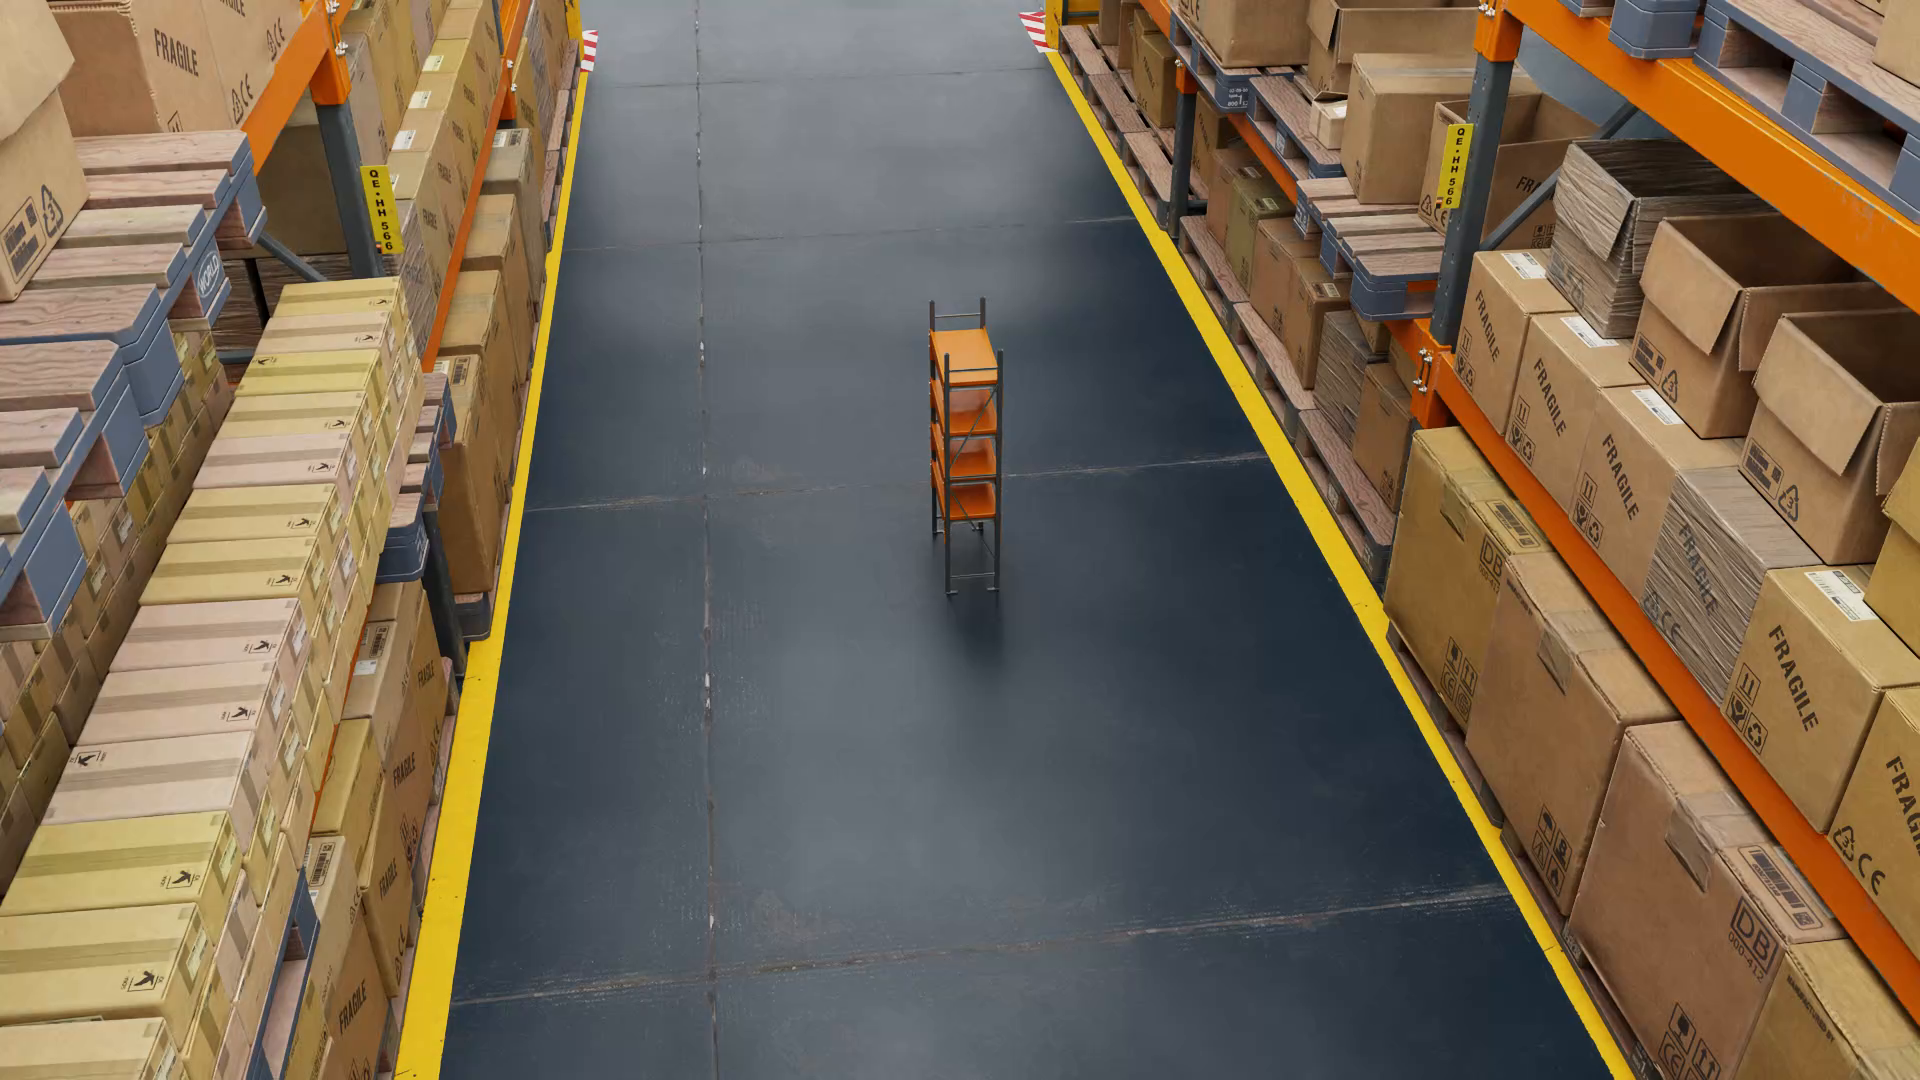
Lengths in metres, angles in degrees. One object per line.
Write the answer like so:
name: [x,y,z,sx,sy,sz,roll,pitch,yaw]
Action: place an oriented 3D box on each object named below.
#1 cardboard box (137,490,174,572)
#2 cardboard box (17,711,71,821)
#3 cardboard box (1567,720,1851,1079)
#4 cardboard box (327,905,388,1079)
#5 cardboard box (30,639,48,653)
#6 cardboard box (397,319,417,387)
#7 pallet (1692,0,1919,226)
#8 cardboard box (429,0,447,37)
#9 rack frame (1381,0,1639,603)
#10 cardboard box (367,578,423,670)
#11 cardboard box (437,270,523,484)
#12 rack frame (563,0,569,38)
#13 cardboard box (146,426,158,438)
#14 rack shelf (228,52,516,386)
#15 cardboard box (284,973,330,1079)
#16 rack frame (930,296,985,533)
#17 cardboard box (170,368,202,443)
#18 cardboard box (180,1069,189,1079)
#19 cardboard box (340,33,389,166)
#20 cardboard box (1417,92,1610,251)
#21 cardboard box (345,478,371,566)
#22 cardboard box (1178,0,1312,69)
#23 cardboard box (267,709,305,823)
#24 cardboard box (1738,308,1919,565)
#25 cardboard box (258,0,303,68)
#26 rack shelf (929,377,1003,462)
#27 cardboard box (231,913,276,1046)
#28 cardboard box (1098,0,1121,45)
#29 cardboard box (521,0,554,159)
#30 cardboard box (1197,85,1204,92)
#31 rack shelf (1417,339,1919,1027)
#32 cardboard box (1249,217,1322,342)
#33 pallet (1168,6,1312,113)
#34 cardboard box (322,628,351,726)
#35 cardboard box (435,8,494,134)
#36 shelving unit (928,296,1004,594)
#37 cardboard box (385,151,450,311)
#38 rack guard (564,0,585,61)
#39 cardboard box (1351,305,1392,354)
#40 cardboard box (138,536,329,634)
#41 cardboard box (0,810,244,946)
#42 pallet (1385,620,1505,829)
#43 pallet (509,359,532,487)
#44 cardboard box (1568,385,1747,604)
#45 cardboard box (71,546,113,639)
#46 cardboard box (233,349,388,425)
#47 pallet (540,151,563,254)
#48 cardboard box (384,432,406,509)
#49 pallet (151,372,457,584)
cardboard box: [-2.590,-0.016,4.960,0.380,0.149,0.250,-3,34,-4]
cardboard box: [-2.451,0.567,4.104,0.380,0.149,0.250,-3,34,-4]
cardboard box: [2.679,1.101,4.984,1.225,0.875,0.875,-6,35,-8]
cardboard box: [-2.016,1.411,4.863,0.500,0.500,0.500,-4,34,-6]
cardboard box: [-2.482,0.168,4.162,0.380,0.149,0.250,-5,35,-7]
cardboard box: [-2.043,-0.613,5.572,0.380,0.149,0.250,-4,34,-5]
pallet: [2.660,-1.163,4.298,1.003,0.211,1.213,-3,34,-4]
cardboard box: [-2.955,-2.785,8.196,0.700,0.500,0.500,-5,35,-7]
rack frame: [2.368,-0.981,6.526,1.000,3.000,0.127,-4,35,-6]
cardboard box: [-2.209,0.250,5.901,0.500,0.250,0.500,-5,35,-8]
cardboard box: [-2.674,-0.740,7.797,1.050,0.750,0.750,-4,34,-6]
rack frame: [-3.637,-5.126,12.608,1.000,3.000,0.127,-4,35,-6]
cardboard box: [-2.623,-0.418,5.021,0.380,0.149,0.250,-5,35,-7]
rack shelf: [-2.830,-1.481,7.898,1.077,0.370,4.000,-4,35,-6]
cardboard box: [-1.934,1.391,4.227,0.500,0.250,0.500,-3,34,-5]
rack frame: [-0.011,-0.540,7.476,0.240,1.200,0.015,-4,35,-6]
cardboard box: [-2.656,-0.418,5.286,0.380,0.149,0.250,-3,34,-4]
cardboard box: [-1.620,1.123,3.025,0.380,0.149,0.250,-4,34,-6]
cardboard box: [-2.681,-1.650,6.530,0.700,0.500,0.500,-5,35,-7]
cardboard box: [2.256,-1.494,6.817,0.500,0.500,0.500,-9,35,-12]
cardboard box: [-1.903,-0.039,4.730,0.380,0.149,0.250,-5,35,-7]
cardboard box: [1.798,-3.181,8.848,1.000,1.000,1.000,-4,34,-6]
cardboard box: [-1.766,0.539,3.881,0.380,0.149,0.250,-3,34,-4]
cardboard box: [2.632,-0.290,4.532,0.797,0.503,0.637,-3,34,-5]
cardboard box: [-2.232,-1.643,4.745,0.500,0.500,0.500,-4,35,-6]
rack shelf: [0.022,-0.533,7.188,0.258,0.148,0.480,-4,35,-6]
cardboard box: [-1.693,0.952,3.540,0.380,0.149,0.250,-4,34,-6]
cardboard box: [1.359,-4.236,13.149,0.500,0.500,0.500,2,34,2]
cardboard box: [-3.239,-3.048,11.073,0.875,0.875,0.875,-4,34,-6]
cardboard box: [1.731,-2.899,11.187,0.500,0.500,0.500,6,35,9]
rack shelf: [2.637,0.432,5.091,1.077,0.370,4.000,-4,35,-6]
cardboard box: [2.012,-1.438,9.026,0.700,0.500,0.500,-7,35,-10]
pallet: [1.788,-2.696,9.213,1.003,0.211,1.213,-4,35,-6]
cardboard box: [-1.832,0.377,4.384,0.380,0.149,0.250,-6,35,-9]
cardboard box: [-2.696,-2.382,8.493,0.500,0.500,0.500,-5,35,-7]
shelving unit: [0.022,-0.403,7.277,0.258,1.200,0.503,-4,35,-6]
cardboard box: [-2.425,-1.258,6.843,0.500,0.500,0.500,-5,35,-7]
rack guard: [-3.640,-4.107,13.332,1.175,0.500,0.348,-4,35,-6]
cardboard box: [2.167,-1.107,7.873,0.500,0.250,0.500,-1,34,-1]
cardboard box: [-1.835,0.128,4.220,0.380,0.149,0.250,-3,34,-5]
cardboard box: [-1.695,0.702,3.379,0.380,0.149,0.250,-4,34,-6]
pallet: [2.399,0.617,6.657,1.003,0.211,1.213,-4,35,-6]
pallet: [-2.753,-0.634,8.494,1.003,0.211,1.213,-4,35,-6]
cardboard box: [2.308,-0.157,5.228,0.500,0.500,0.500,-5,35,-7]
cardboard box: [-2.520,0.149,4.454,0.380,0.149,0.250,-5,35,-7]
cardboard box: [-1.974,-0.452,5.072,0.380,0.149,0.250,-3,34,-5]
pallet: [-3.123,-2.172,10.750,1.003,0.211,1.213,-4,35,-6]
cardboard box: [-1.972,-0.209,5.243,0.380,0.149,0.250,-4,34,-6]
pallet: [-2.359,-0.193,5.540,1.213,0.211,1.003,-4,35,-6]
